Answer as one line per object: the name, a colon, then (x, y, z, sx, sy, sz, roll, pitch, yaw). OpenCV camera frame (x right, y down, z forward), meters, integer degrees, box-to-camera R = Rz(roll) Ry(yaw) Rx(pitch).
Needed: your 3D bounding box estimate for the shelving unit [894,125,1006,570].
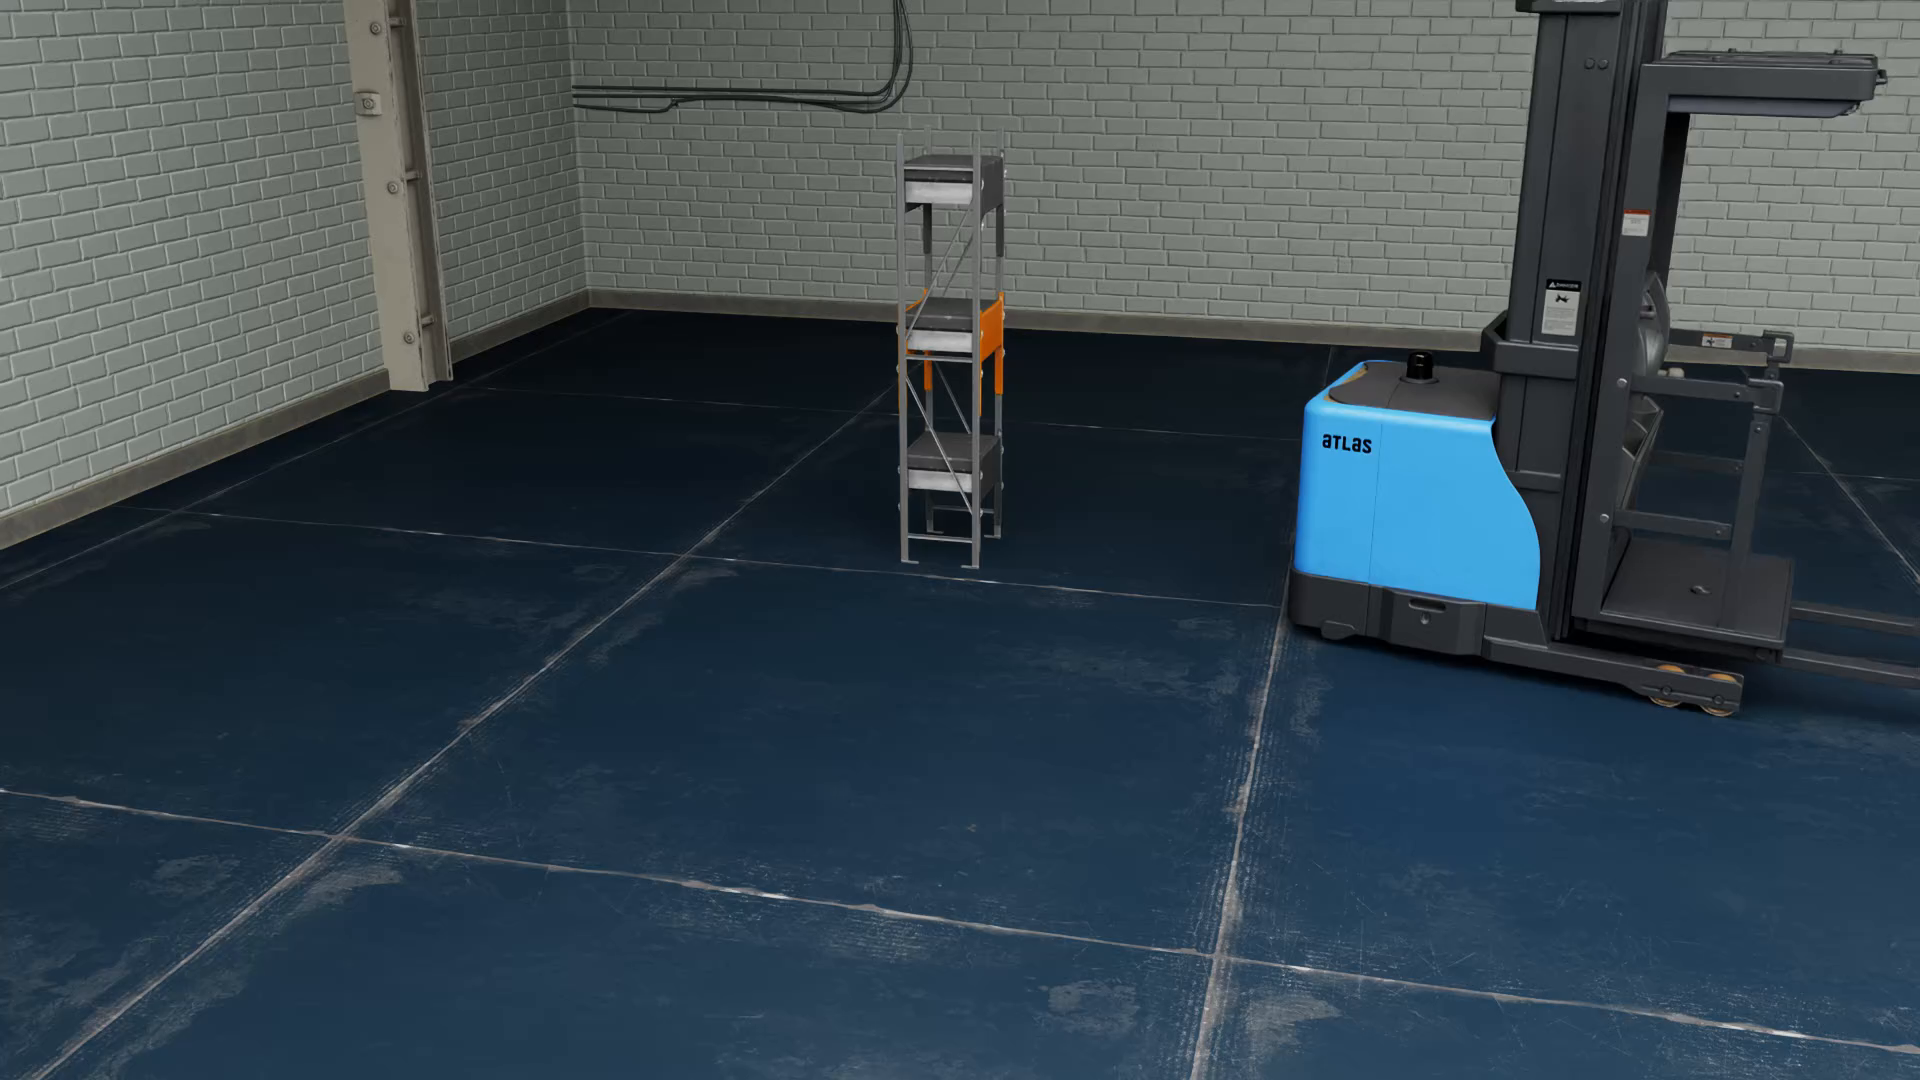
shelving unit: (-0.040, -0.942, 8.196, 0.431, 2.100, 0.503, 5, 19, 13)

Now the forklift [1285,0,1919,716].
forklift: (3.007, -0.882, 6.734, 3.031, 2.935, 1.130, 10, 21, 26)

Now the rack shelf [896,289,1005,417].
rack shelf: (-0.040, -0.929, 8.201, 0.431, 0.518, 0.480, 5, 19, 13)

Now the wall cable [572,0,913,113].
wall cable: (-1.884, -4.731, 13.421, 3.097, 2.526, 0.112, 5, 19, 13)

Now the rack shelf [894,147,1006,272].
rack shelf: (-0.040, -1.591, 7.974, 0.431, 0.518, 0.480, 5, 19, 13)

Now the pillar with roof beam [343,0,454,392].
pillar with roof beam: (0.289, -5.042, 9.526, 9.100, 9.000, 0.400, 5, 19, 13)

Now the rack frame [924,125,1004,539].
rack frame: (0.019, -1.018, 8.420, 0.400, 2.100, 0.015, 5, 19, 13)

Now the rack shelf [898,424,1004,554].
rack shelf: (-0.040, -0.266, 8.427, 0.431, 0.518, 0.480, 5, 19, 13)

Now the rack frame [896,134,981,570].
rack frame: (-0.100, -0.865, 7.972, 0.400, 2.100, 0.015, 5, 19, 13)
